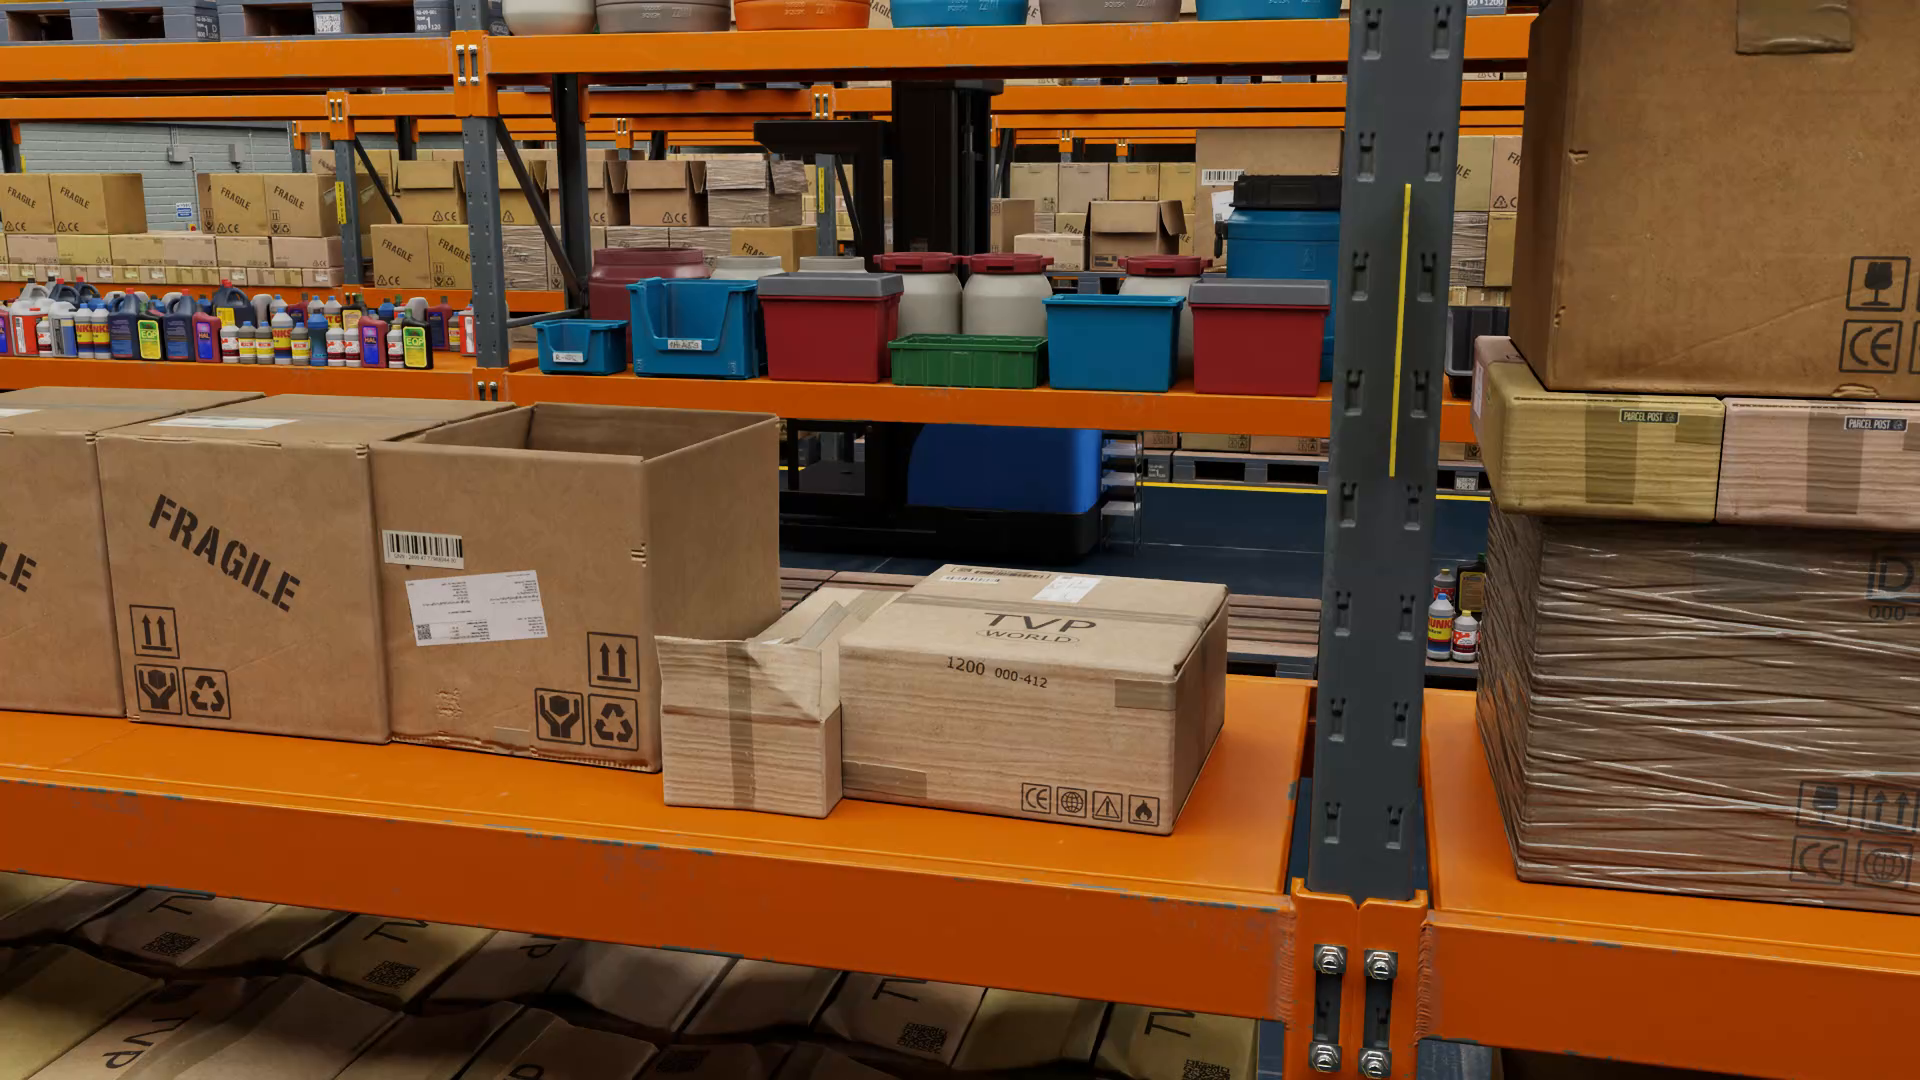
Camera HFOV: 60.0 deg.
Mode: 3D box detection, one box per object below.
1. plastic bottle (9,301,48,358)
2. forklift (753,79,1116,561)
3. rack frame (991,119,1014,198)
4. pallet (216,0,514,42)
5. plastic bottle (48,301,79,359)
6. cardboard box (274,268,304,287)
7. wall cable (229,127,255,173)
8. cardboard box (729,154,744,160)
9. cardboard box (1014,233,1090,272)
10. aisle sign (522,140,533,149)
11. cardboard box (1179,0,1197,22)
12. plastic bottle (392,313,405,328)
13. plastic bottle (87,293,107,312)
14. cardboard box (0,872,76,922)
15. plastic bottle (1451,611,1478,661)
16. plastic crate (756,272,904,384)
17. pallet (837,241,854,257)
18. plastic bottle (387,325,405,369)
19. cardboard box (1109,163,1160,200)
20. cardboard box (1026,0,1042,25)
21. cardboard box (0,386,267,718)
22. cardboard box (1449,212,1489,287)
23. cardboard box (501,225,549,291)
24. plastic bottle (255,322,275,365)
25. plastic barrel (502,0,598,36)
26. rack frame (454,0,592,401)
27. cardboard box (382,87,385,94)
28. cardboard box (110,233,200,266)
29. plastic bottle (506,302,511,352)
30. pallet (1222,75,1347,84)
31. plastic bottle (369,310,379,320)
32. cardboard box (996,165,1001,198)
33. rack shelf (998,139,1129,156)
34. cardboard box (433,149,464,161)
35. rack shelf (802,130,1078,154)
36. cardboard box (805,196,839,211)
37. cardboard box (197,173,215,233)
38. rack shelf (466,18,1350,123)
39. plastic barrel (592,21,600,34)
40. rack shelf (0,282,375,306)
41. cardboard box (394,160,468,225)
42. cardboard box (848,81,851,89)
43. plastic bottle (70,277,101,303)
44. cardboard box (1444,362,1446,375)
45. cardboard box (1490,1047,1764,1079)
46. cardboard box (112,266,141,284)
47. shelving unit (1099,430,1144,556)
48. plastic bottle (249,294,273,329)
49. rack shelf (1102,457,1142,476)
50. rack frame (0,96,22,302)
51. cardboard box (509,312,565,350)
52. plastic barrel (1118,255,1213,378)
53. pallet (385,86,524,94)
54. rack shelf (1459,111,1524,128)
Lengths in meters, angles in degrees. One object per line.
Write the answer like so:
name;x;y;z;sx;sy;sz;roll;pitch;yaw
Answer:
plastic bottle;-4.698;-1.071;8.421;0.135;0.276;0.152;3;13;14
forklift;-0.603;-1.468;10.084;3.031;2.935;1.130;4;13;16
rack frame;0.402;-3.155;17.530;0.127;3.000;1.000;3;13;14
pallet;-2.791;-2.508;8.125;1.213;0.211;1.003;3;13;14
plastic bottle;-4.473;-1.059;8.367;0.135;0.276;0.152;3;13;14
cardboard box;-5.393;-2.163;13.636;0.250;0.149;0.380;3;13;15
wall cable;-11.429;-5.699;26.650;0.122;1.984;0.588;3;13;14
cardboard box;-2.999;-5.248;22.926;0.250;0.149;0.380;3;13;15
cardboard box;0.687;-2.114;12.213;0.500;0.250;0.500;3;13;12
aisle sign;-6.273;-5.955;24.146;0.004;0.787;0.394;3;13;14
cardboard box;1.651;-3.724;11.958;0.637;0.503;0.797;4;13;16
plastic bottle;-2.875;-1.066;8.572;0.097;0.201;0.097;0;13;0
plastic bottle;-4.663;-1.196;8.995;0.097;0.271;0.097;0;13;0
cardboard box;-2.188;0.830;3.651;0.500;0.311;0.500;3;13;13
plastic bottle;2.115;0.397;6.964;0.097;0.201;0.097;0;13;0
plastic crate;-0.576;-0.959;7.483;0.583;0.464;0.402;3;13;14
pallet;-1.530;-3.156;17.975;1.213;0.211;1.003;3;13;14
plastic bottle;-2.674;-0.920;7.914;0.097;0.201;0.097;0;13;0
cardboard box;1.825;-3.615;17.061;0.500;0.500;0.700;3;13;13
cardboard box;0.491;-3.745;11.876;0.500;0.500;0.500;3;13;12
cardboard box;-1.629;0.000;3.076;0.500;0.500;0.500;2;13;10
cardboard box;3.421;-2.068;11.710;0.500;0.500;0.875;3;13;14
cardboard box;-3.408;-2.245;13.198;0.500;0.500;0.500;3;13;12
plastic bottle;-3.371;-0.957;8.082;0.097;0.201;0.097;0;13;0
plastic barrel;-1.844;-2.514;7.458;0.421;0.512;0.421;0;13;0
rack frame;-2.072;-1.076;8.158;0.127;3.000;1.000;3;13;14
cardboard box;-6.495;-5.101;18.568;0.500;0.250;0.500;3;13;13
cardboard box;-6.750;-2.445;13.986;0.500;0.250;0.500;3;13;12
plastic bottle;-2.414;-1.106;8.579;0.135;0.276;0.152;3;13;14
pallet;2.425;-3.337;11.857;1.003;0.211;1.213;3;13;14
plastic bottle;-3.099;-1.112;8.779;0.097;0.201;0.097;0;13;0
cardboard box;0.425;-4.735;22.111;0.500;0.500;0.500;3;13;15
rack shelf;0.733;-6.462;27.172;4.000;0.370;1.077;3;13;14
cardboard box;-5.507;-4.091;18.522;0.500;0.500;0.500;3;13;12
rack shelf;-0.452;-5.418;22.466;4.000;0.370;1.077;3;13;14
cardboard box;-1.439;-3.525;17.432;0.250;0.149;0.380;4;13;16
cardboard box;-6.155;-2.895;14.285;0.500;0.500;0.500;3;13;12
rack shelf;-0.130;-2.085;7.443;4.000;0.370;1.077;3;13;14
plastic barrel;-1.820;-2.462;7.840;0.294;0.245;0.294;0;13;0
rack shelf;-6.710;-2.078;14.334;4.000;0.370;1.077;3;13;14
cardboard box;-4.146;-2.832;13.527;0.637;0.503;0.797;3;13;12
cardboard box;-1.187;-4.695;17.312;0.500;0.500;0.500;3;13;14
plastic bottle;-4.805;-1.271;9.151;0.185;0.351;0.144;3;13;14
cardboard box;4.879;-2.068;16.565;0.875;0.875;0.875;3;13;14
cardboard box;0.997;1.034;2.294;0.500;0.500;0.500;3;13;14
cardboard box;-6.893;-2.243;13.996;0.250;0.149;0.380;3;13;12
shelving unit;0.962;-0.379;9.863;0.210;0.900;0.258;4;13;16
plastic bottle;-3.761;-1.178;8.903;0.135;0.276;0.152;3;13;14
rack shelf;0.962;-0.434;9.850;0.200;0.077;0.258;4;13;16
rack frame;-8.652;-2.533;14.723;0.127;3.000;1.000;3;13;14
cardboard box;-3.275;-1.418;13.634;0.875;0.875;1.225;3;13;12
plastic barrel;0.936;-1.030;7.639;0.433;0.535;0.433;0;13;0
pallet;-3.867;-3.659;13.316;1.217;0.209;0.805;3;13;11
rack shelf;6.227;-3.957;15.879;4.000;0.370;1.077;3;13;14
